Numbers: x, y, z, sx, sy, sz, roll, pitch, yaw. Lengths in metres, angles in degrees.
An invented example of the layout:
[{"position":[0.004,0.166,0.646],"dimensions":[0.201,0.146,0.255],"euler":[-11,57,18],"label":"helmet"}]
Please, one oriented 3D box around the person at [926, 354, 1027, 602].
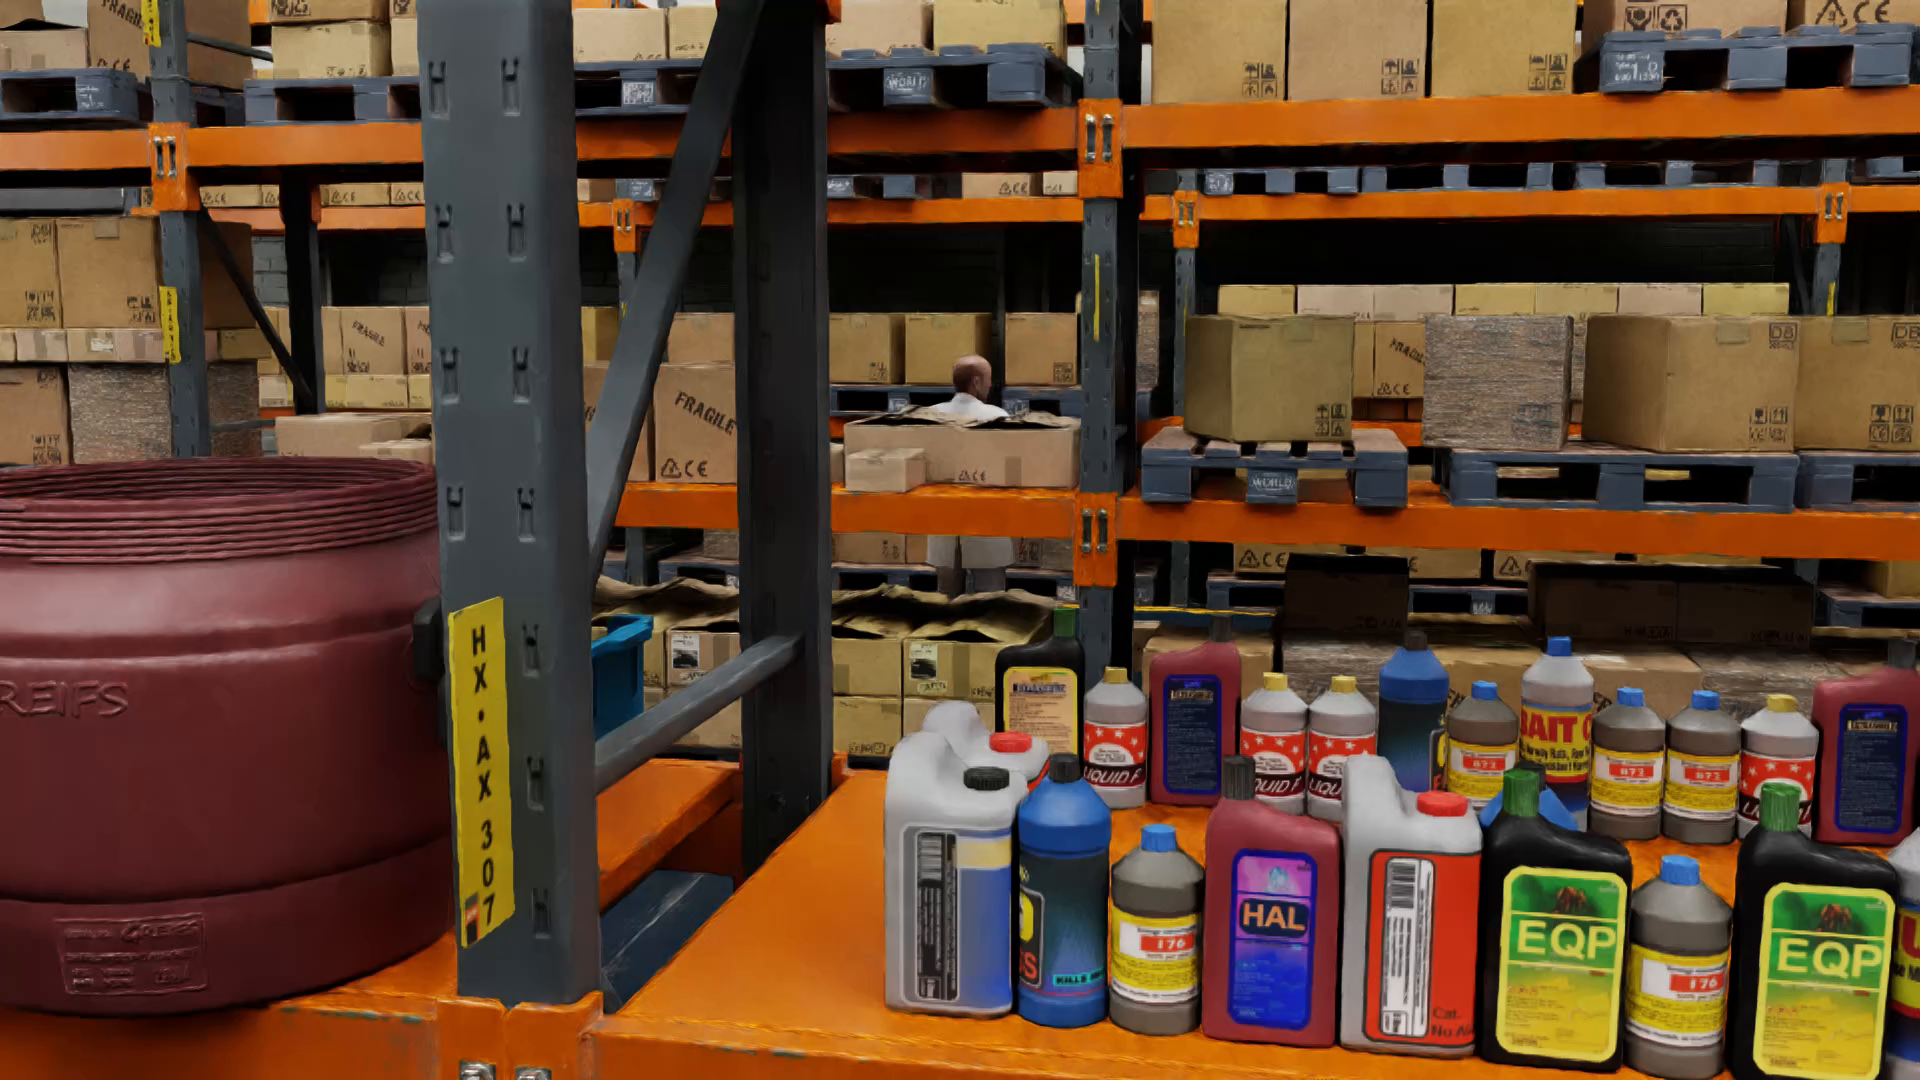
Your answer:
[{"position":[0.077,-0.068,8.825],"dimensions":[0.634,1.830,0.435],"euler":[3,8,22],"label":"person"}]
